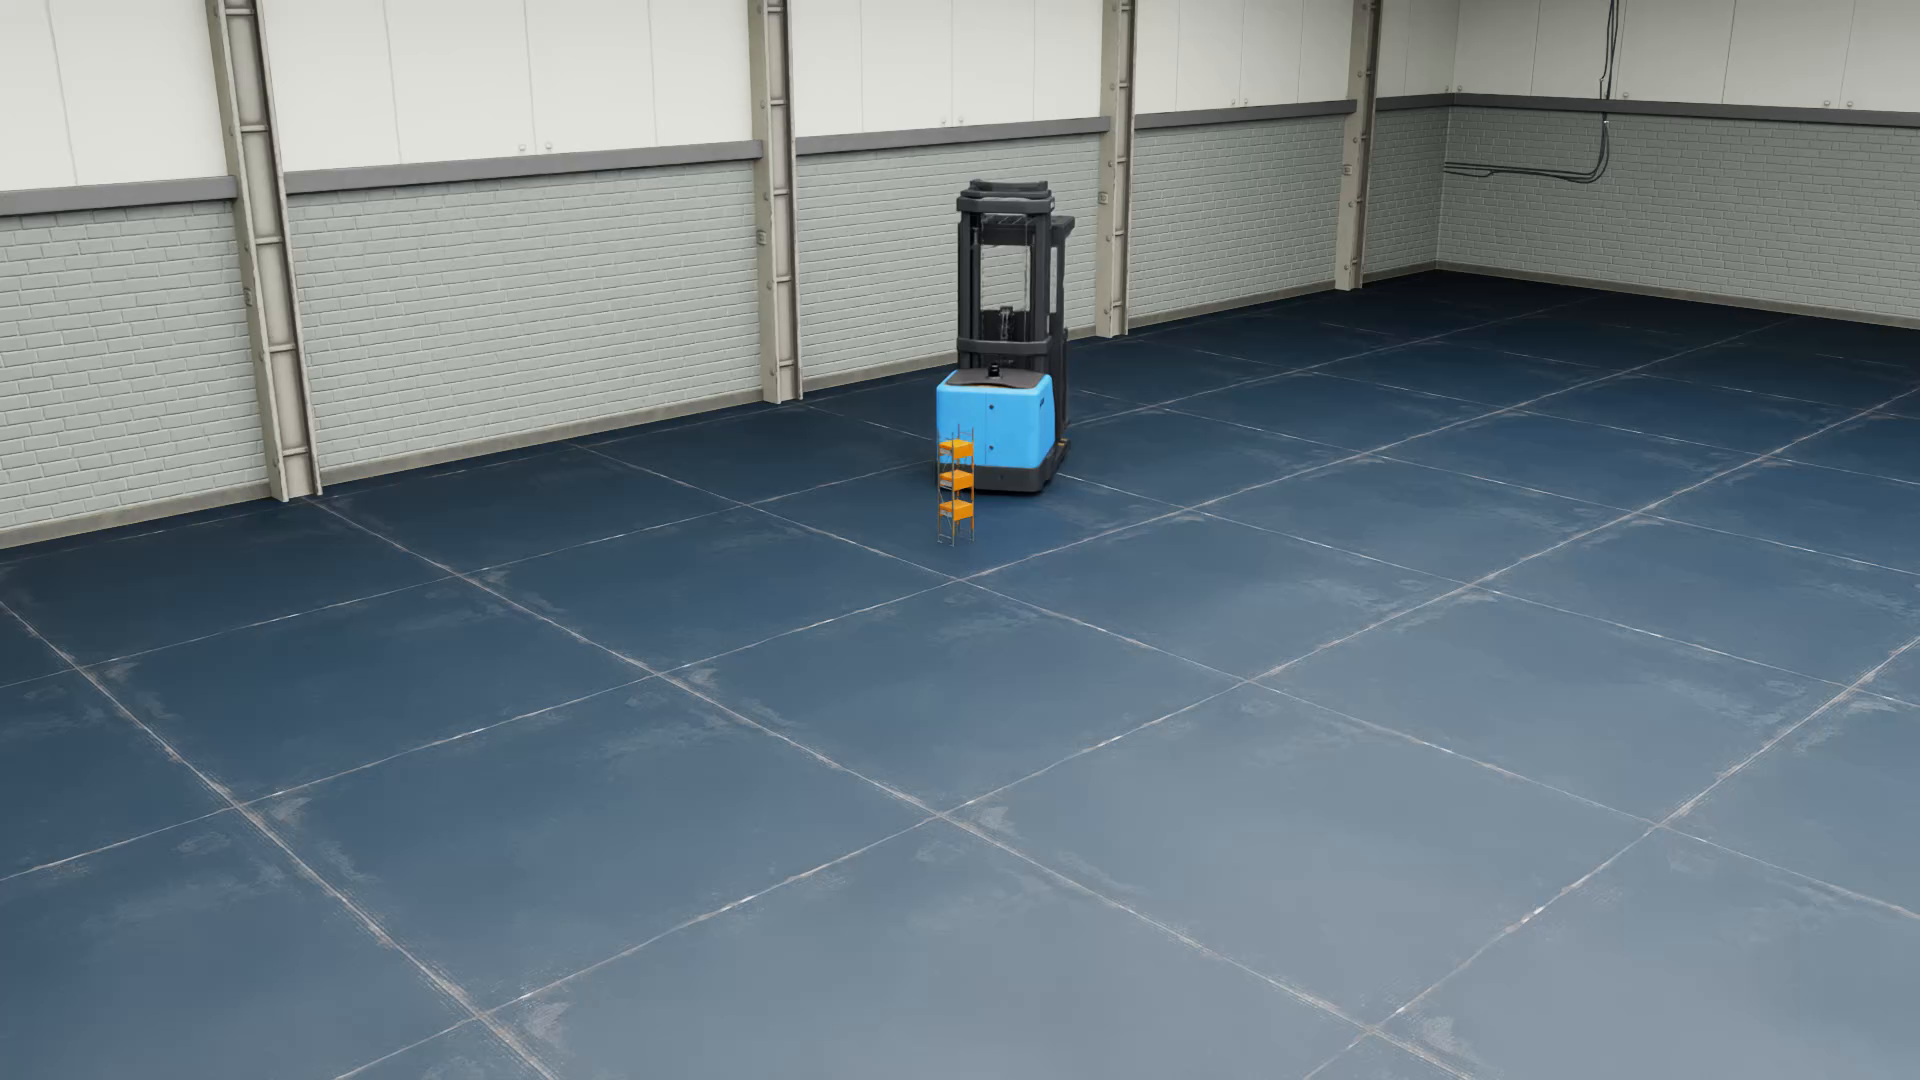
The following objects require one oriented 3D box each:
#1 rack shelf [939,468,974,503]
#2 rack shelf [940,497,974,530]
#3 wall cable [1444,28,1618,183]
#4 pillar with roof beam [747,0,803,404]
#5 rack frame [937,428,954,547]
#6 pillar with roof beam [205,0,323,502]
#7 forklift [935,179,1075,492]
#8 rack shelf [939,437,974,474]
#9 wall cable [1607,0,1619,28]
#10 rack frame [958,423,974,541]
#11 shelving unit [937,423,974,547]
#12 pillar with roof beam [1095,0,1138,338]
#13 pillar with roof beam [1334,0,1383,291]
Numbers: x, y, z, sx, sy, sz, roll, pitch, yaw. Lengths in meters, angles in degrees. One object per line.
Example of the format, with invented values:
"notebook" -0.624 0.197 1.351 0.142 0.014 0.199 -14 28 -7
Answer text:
"rack shelf" -0.039 -0.478 14.791 0.240 0.259 0.215 -16 24 -41
"rack shelf" -0.039 -0.214 14.877 0.240 0.259 0.215 -16 24 -41
"wall cable" 9.606 -7.390 28.220 0.112 2.526 3.097 -16 24 -41
"pillar with roof beam" 0.795 -5.031 15.912 0.400 9.000 9.100 -16 24 -41
"rack frame" -0.128 -0.462 14.708 0.008 1.050 0.200 -16 24 -41
"pillar with roof beam" -3.565 -3.760 11.990 0.400 9.000 9.100 -16 24 -41
"forklift" 0.569 -2.276 17.251 1.130 2.935 3.031 4 18 12
"rack shelf" -0.039 -0.748 14.704 0.240 0.259 0.215 -16 24 -41
"wall cable" 11.464 -9.186 25.571 0.112 2.526 3.097 -16 24 -41
"rack frame" 0.050 -0.514 14.868 0.008 1.050 0.200 -16 24 -41
"shelving unit" -0.039 -0.488 14.788 0.252 1.050 0.215 -16 24 -41
"pillar with roof beam" 5.155 -6.303 19.833 0.400 9.000 9.100 -16 24 -41
"pillar with roof beam" 9.514 -7.574 23.754 0.400 9.000 9.100 -16 24 -41
